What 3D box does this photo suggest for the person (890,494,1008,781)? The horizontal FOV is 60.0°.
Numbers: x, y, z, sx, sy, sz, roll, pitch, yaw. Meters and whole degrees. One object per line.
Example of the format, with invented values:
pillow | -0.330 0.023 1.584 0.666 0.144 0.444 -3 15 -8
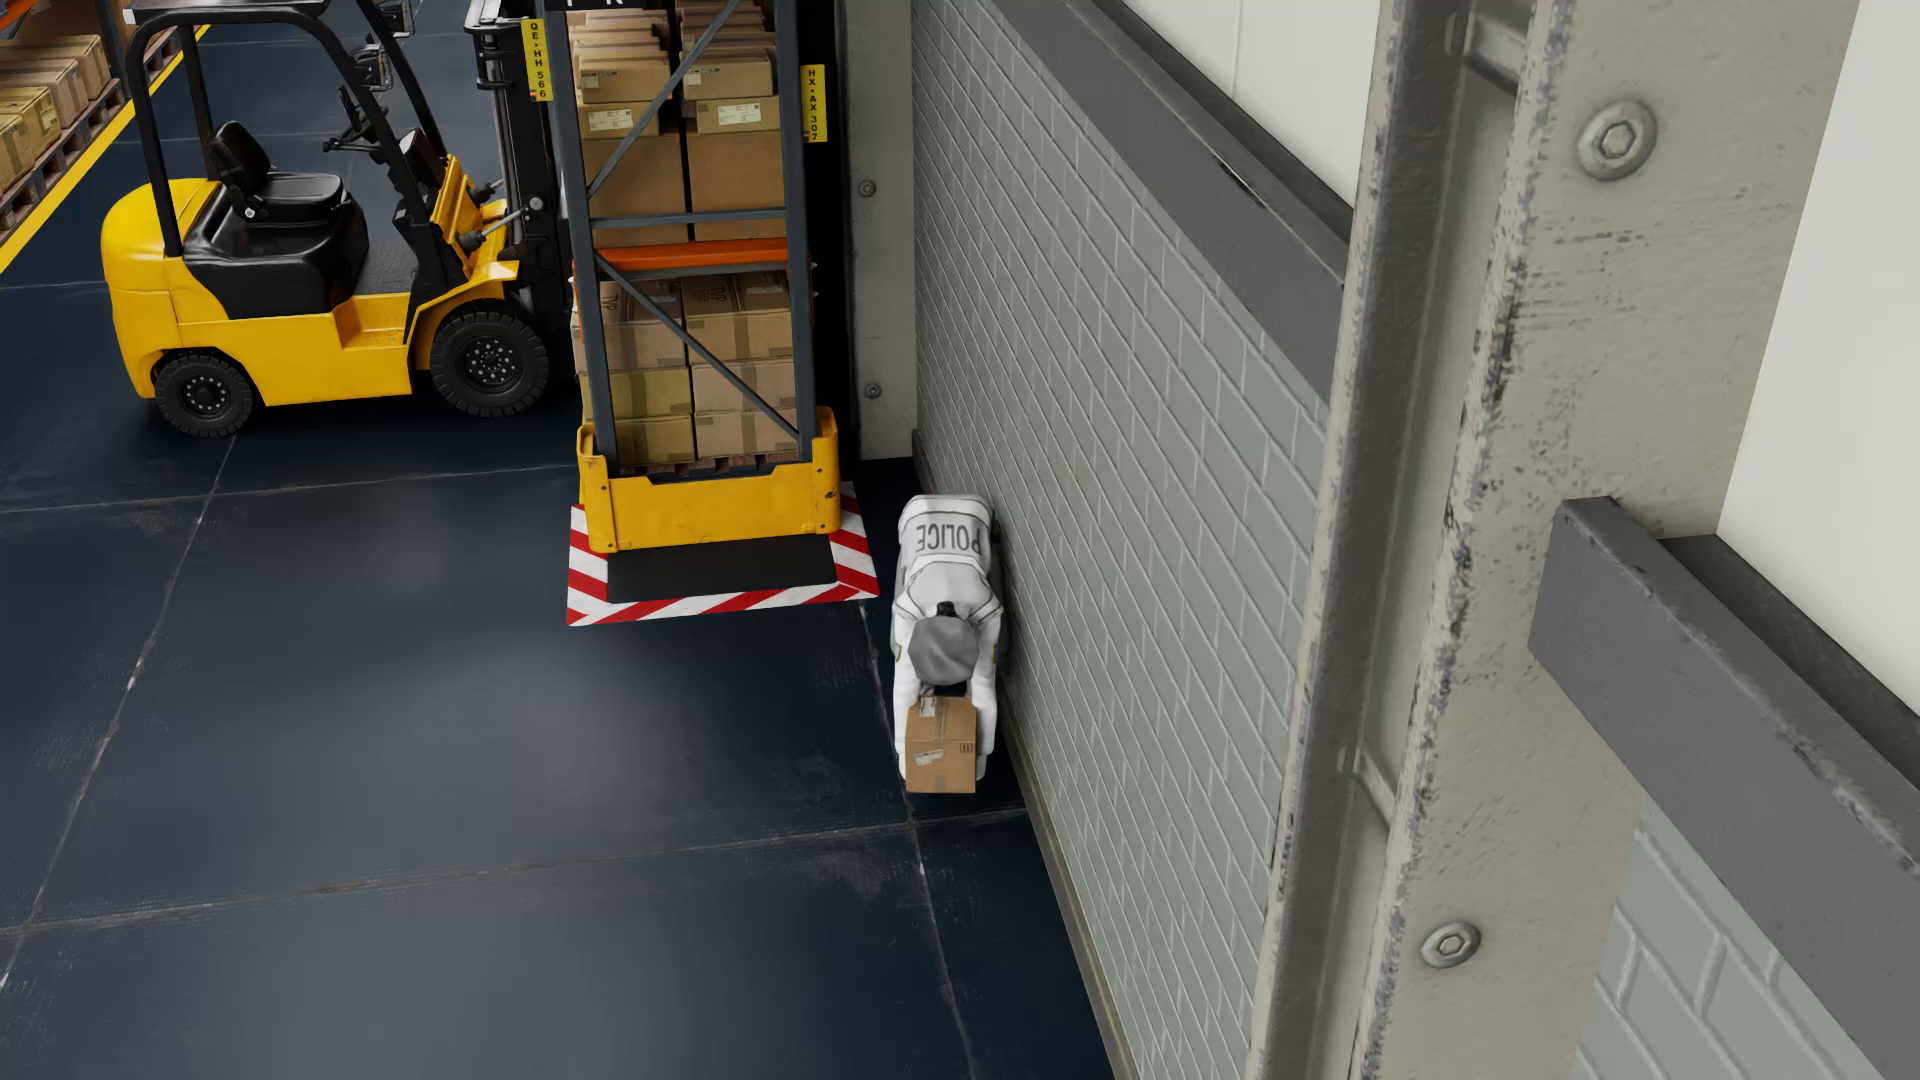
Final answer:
person | -0.040 0.389 6.157 0.444 0.972 0.897 0 31 0
